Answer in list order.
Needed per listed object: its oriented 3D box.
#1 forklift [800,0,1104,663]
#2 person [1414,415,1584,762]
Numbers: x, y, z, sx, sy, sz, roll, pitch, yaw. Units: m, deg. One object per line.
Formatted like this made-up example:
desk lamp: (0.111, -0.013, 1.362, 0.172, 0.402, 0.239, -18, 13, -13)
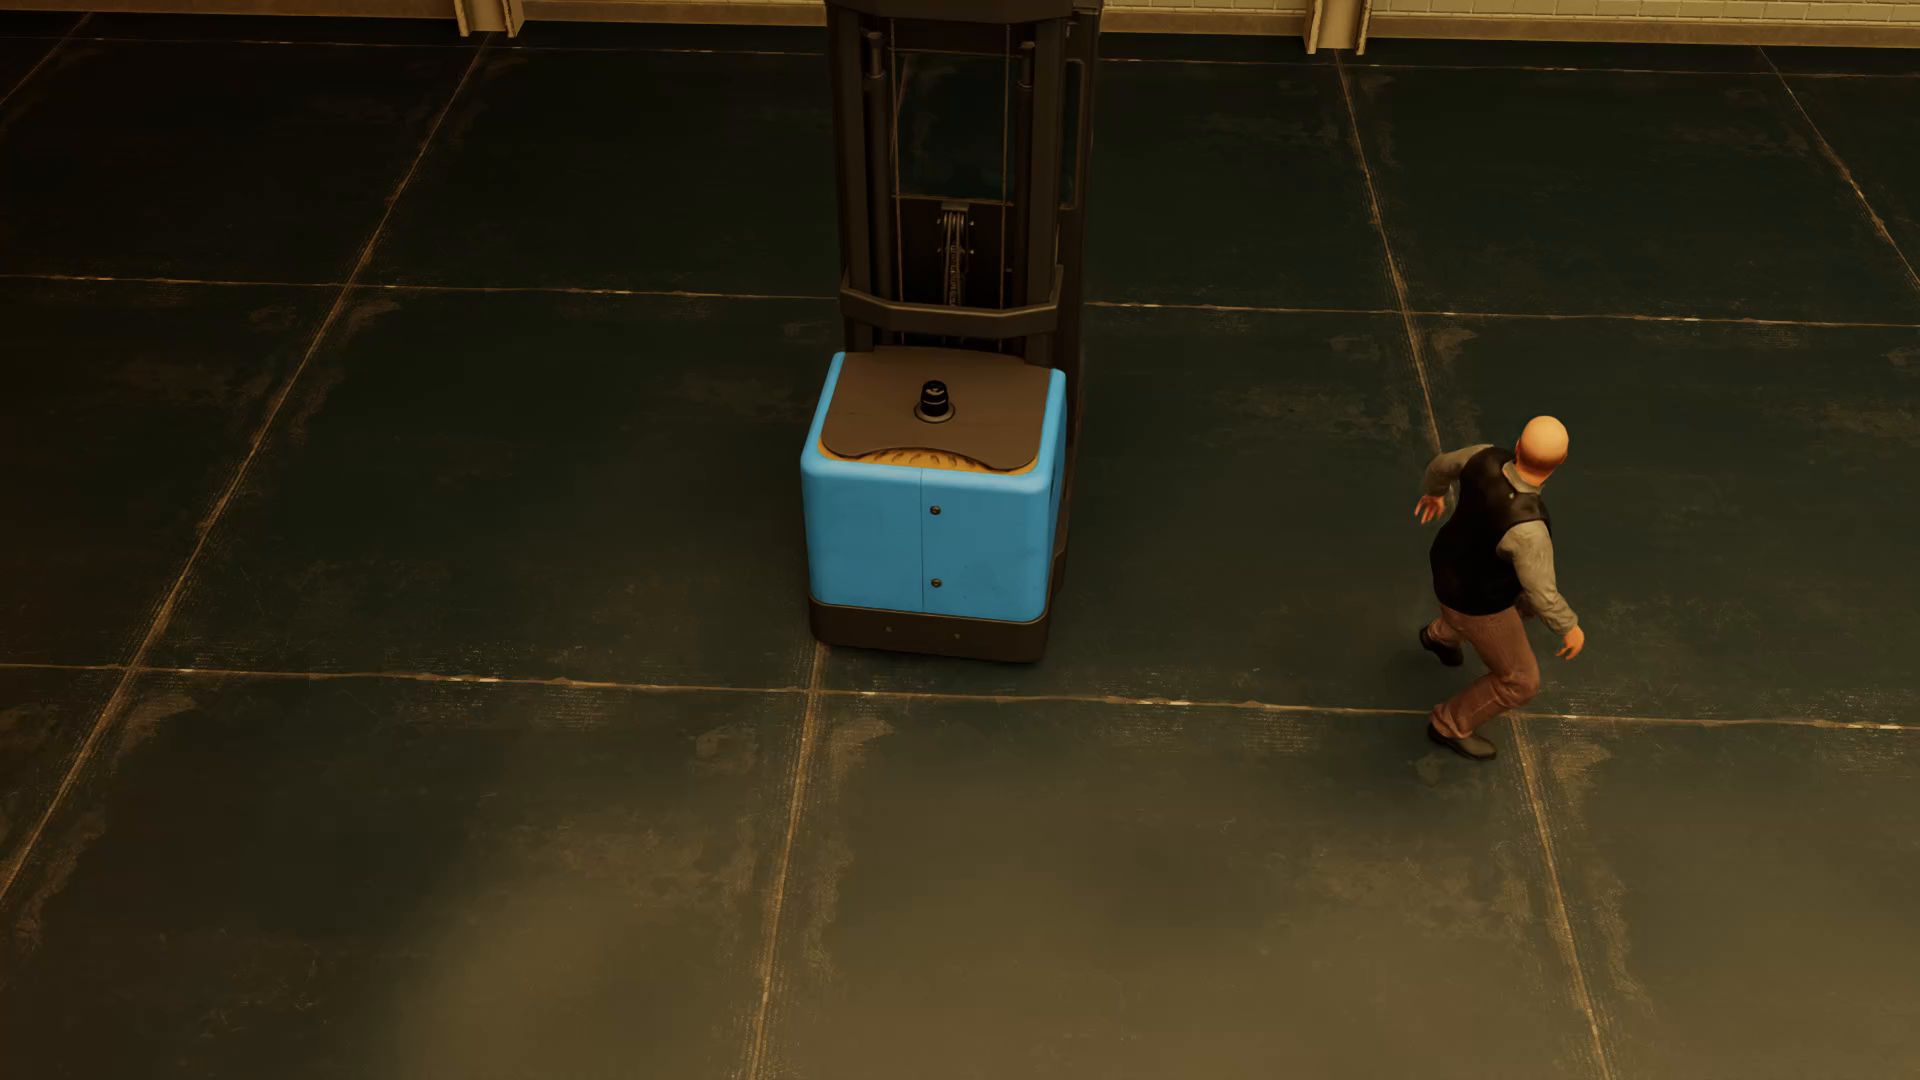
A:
forklift: (0.045, -1.545, 7.434, 1.130, 2.935, 3.031, 5, 43, 6)
person: (2.117, 0.147, 6.569, 0.596, 1.625, 0.802, 4, 43, 4)
